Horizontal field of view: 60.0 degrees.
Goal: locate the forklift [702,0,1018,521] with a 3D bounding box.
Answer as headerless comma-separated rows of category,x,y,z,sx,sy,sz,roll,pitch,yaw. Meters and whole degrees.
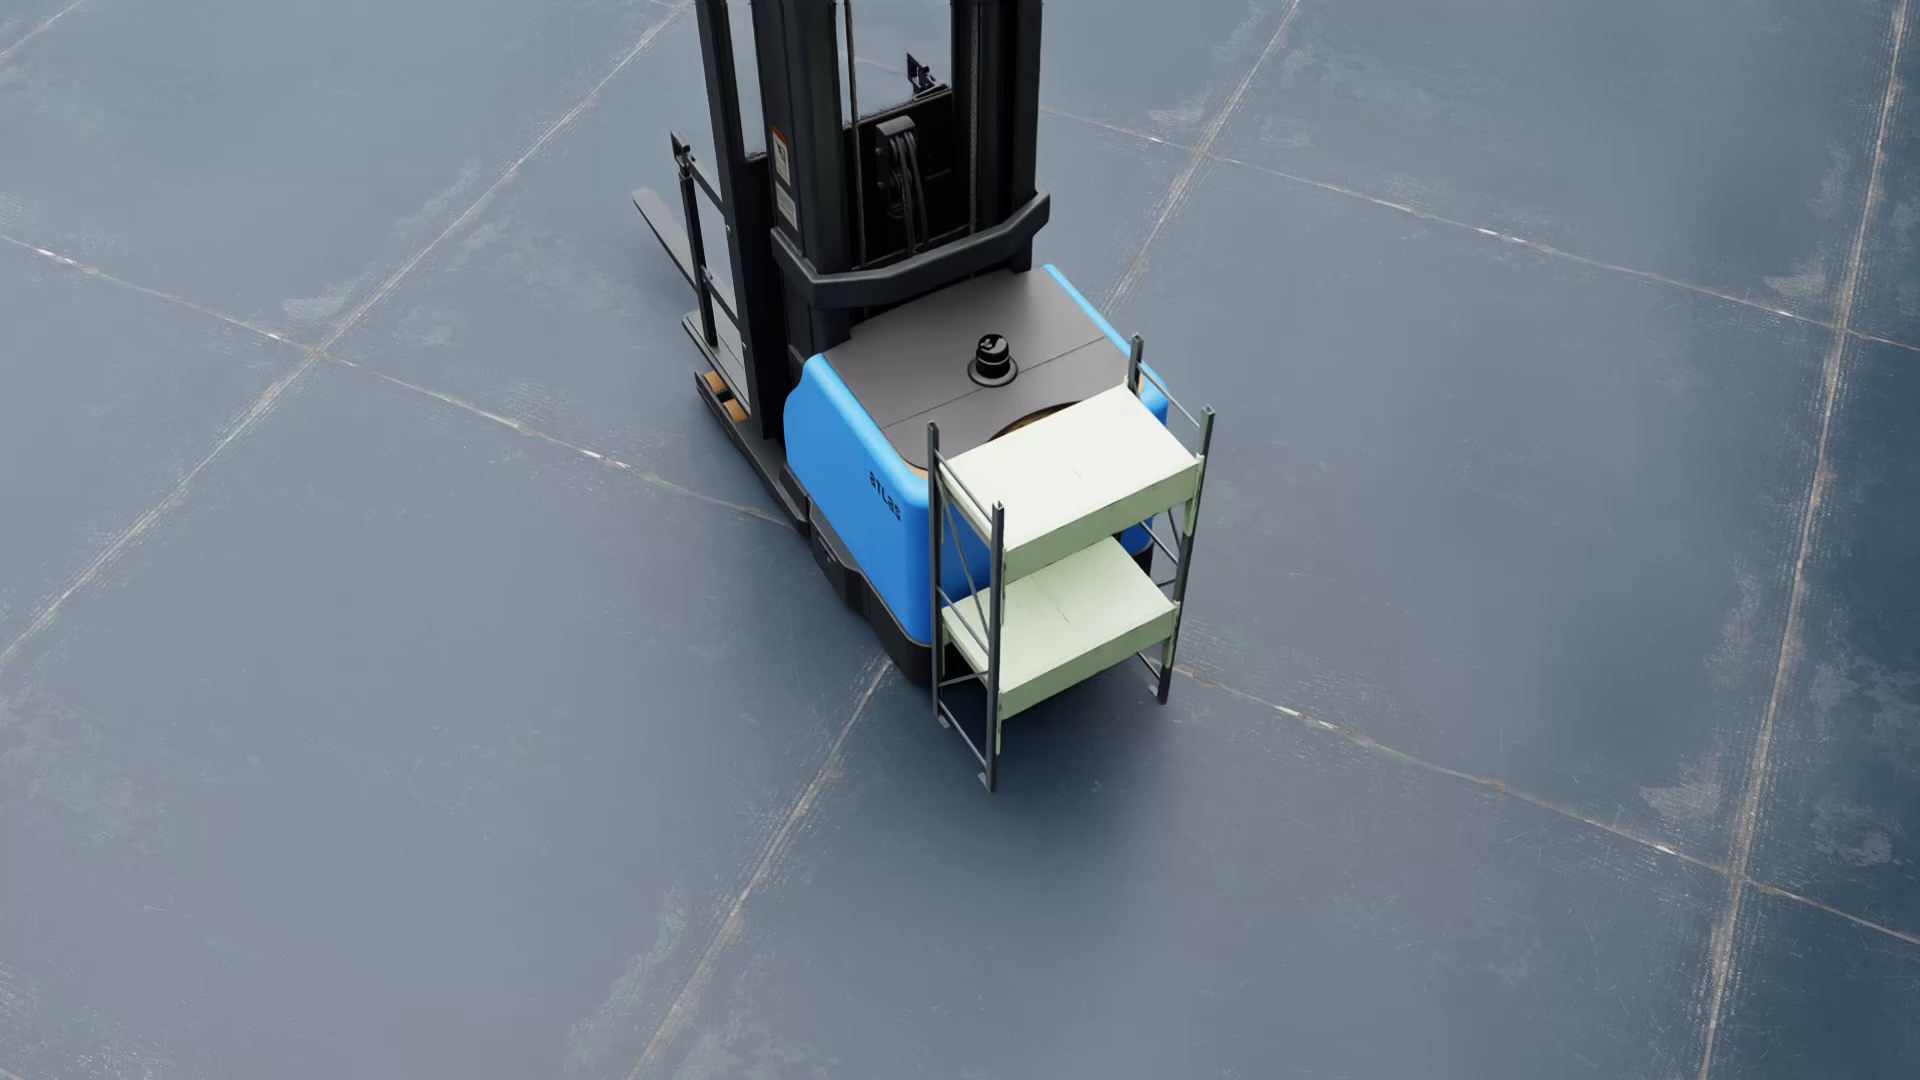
forklift,7.406,-16.822,14.963,32.329,9.011,25.083,-24,54,-19

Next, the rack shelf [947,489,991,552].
rack shelf,0.328,-0.175,5.123,0.664,0.071,0.332,-24,54,-19

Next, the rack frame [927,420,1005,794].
rack frame,0.014,0.267,5.353,0.023,1.500,0.400,-24,54,-19

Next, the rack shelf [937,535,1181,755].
rack shelf,6.508,-11.142,15.646,26.904,0.609,20.123,-24,54,-19

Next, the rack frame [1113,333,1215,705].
rack frame,0.642,-0.019,5.597,0.023,1.500,0.400,-24,54,-19

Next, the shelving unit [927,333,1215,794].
shelving unit,6.500,-11.427,15.303,26.922,1.500,20.123,-24,54,-19
